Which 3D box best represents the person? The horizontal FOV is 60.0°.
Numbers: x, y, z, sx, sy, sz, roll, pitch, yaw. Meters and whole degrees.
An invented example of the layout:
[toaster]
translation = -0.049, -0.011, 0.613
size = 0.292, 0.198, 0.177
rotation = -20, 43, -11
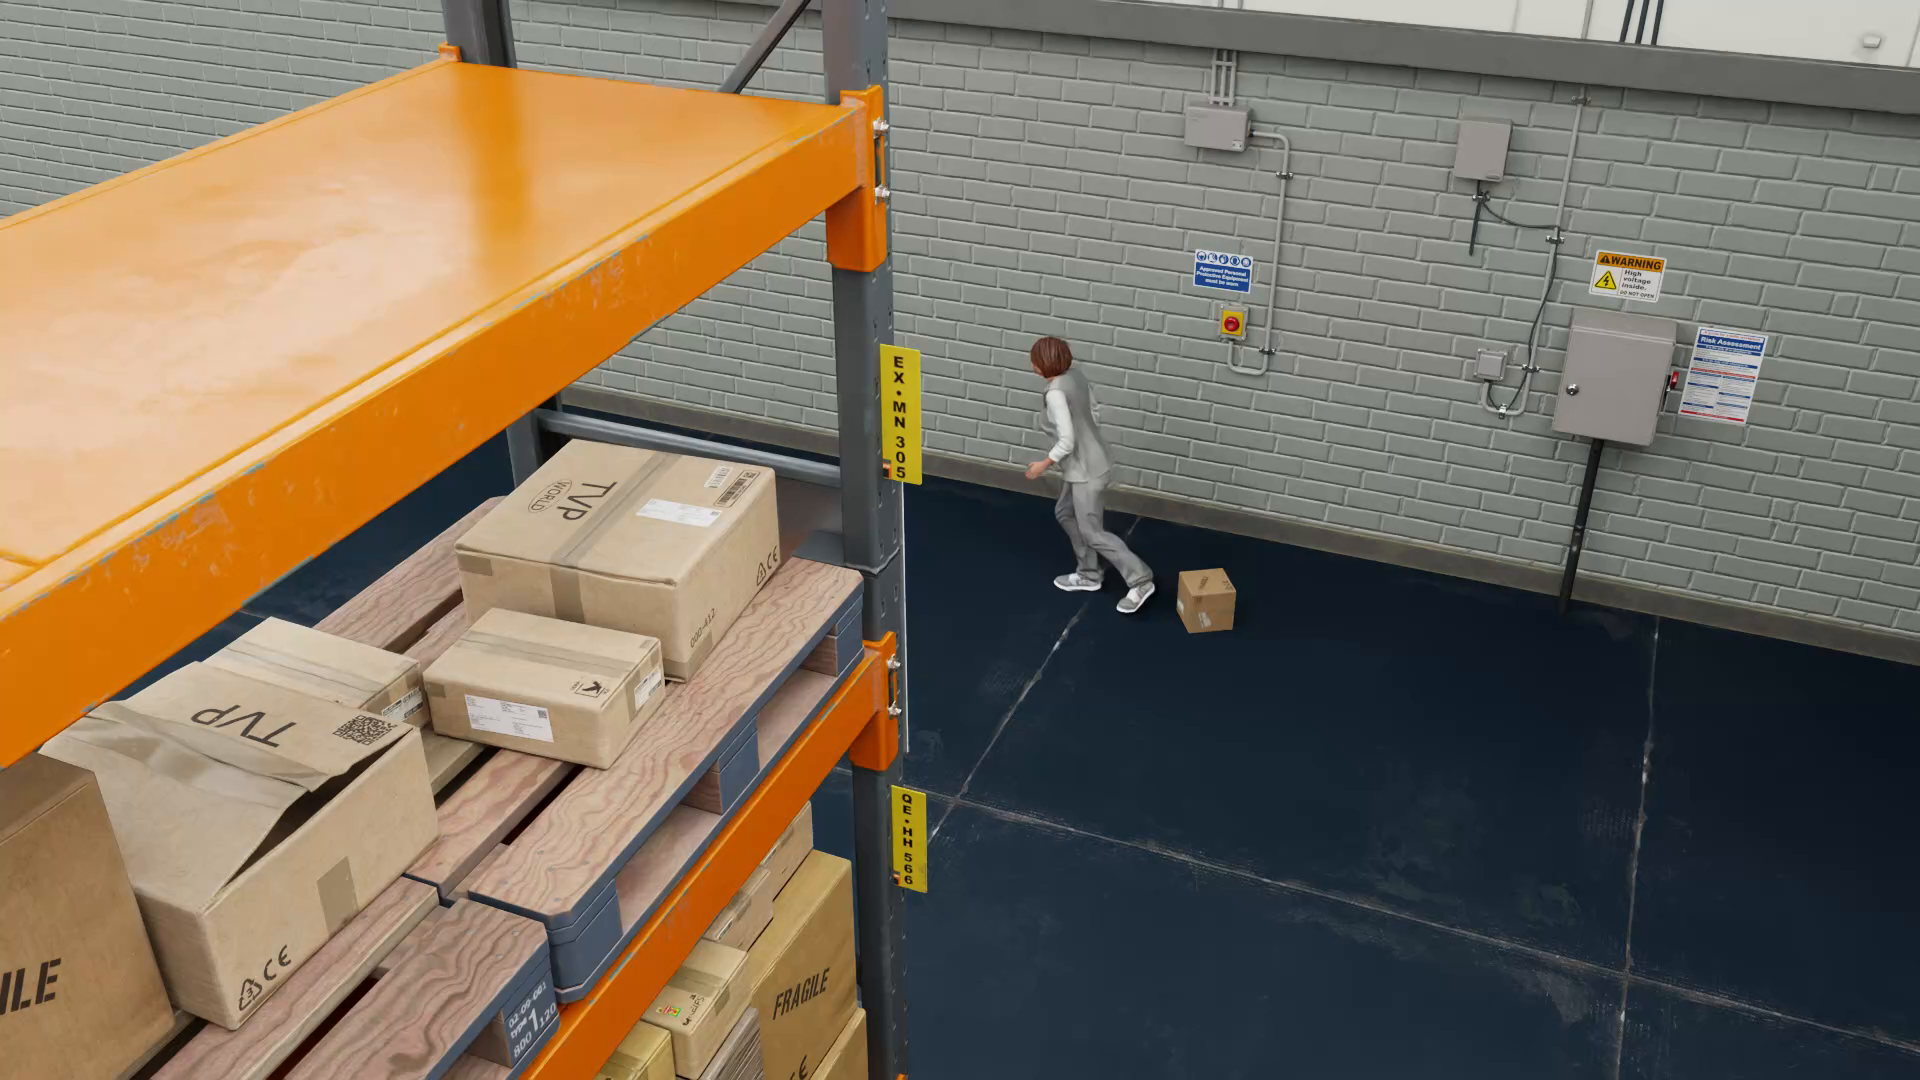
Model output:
[person]
translation = 0.736, -0.363, 9.104
size = 0.761, 1.511, 0.544
rotation = 6, 31, 10
